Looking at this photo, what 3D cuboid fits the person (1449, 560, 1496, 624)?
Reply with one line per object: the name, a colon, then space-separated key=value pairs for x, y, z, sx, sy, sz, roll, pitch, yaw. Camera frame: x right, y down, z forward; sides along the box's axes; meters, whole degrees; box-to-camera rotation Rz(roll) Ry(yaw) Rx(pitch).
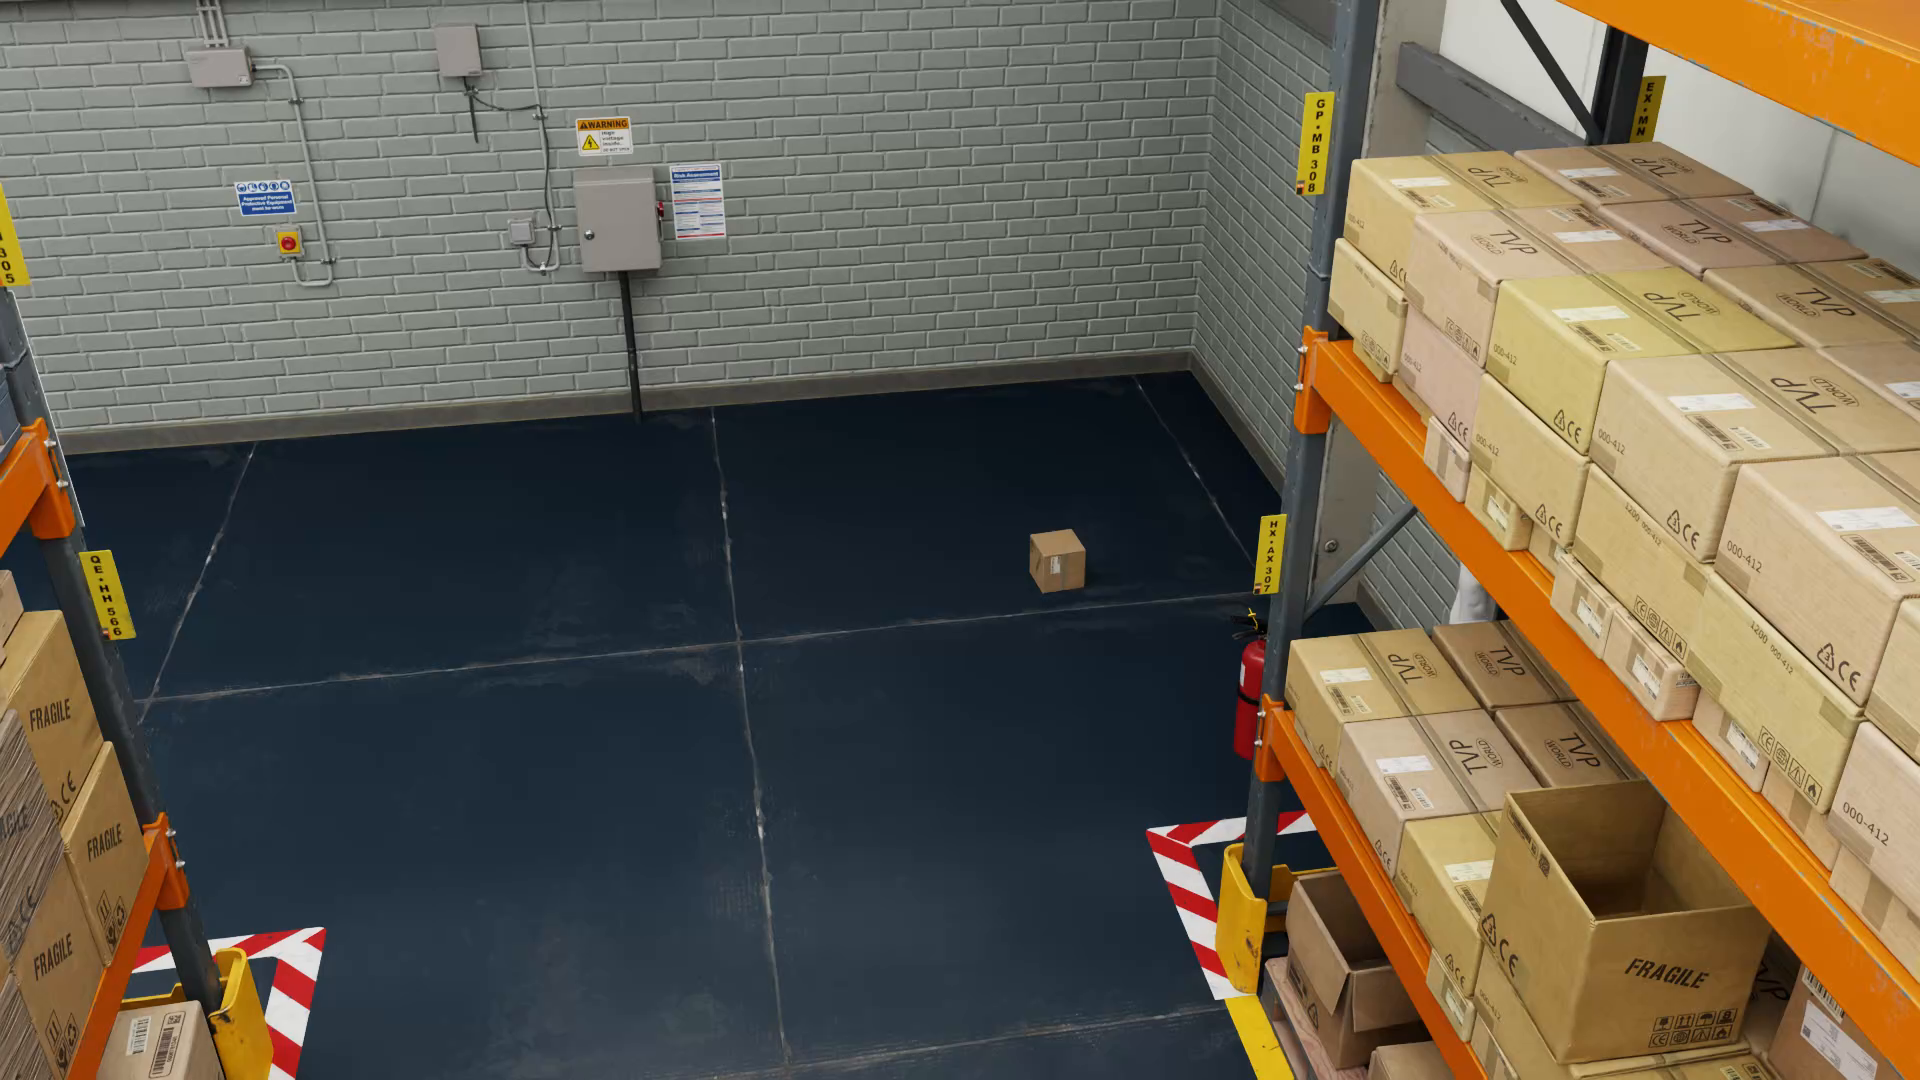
person: x=2.428 y=0.368 z=7.525 sx=0.404 sy=1.807 sz=0.571 roll=17 pitch=34 yaw=27
